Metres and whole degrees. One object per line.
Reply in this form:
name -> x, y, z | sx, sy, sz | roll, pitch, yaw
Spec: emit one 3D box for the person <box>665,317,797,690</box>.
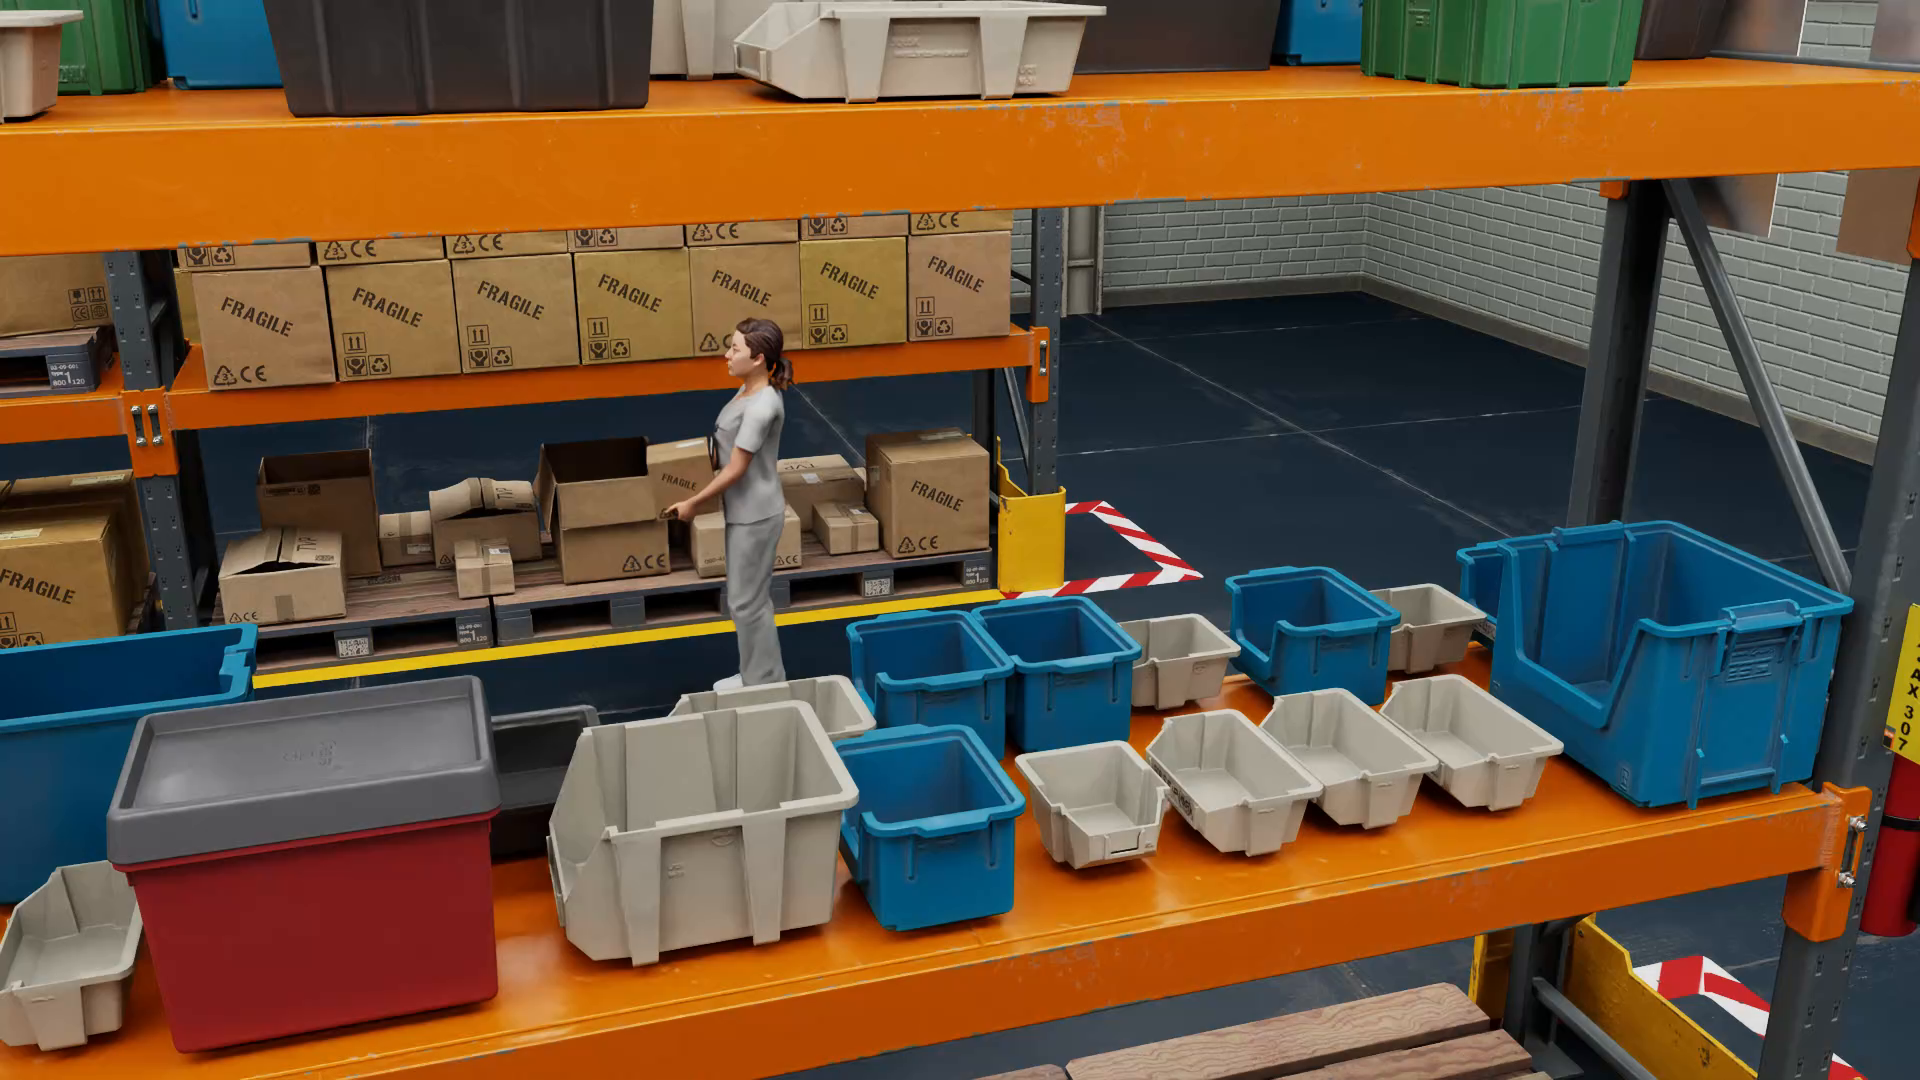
person -> -0.929, -0.086, 6.834 | 0.554, 1.666, 0.436 | -3, 20, -9
